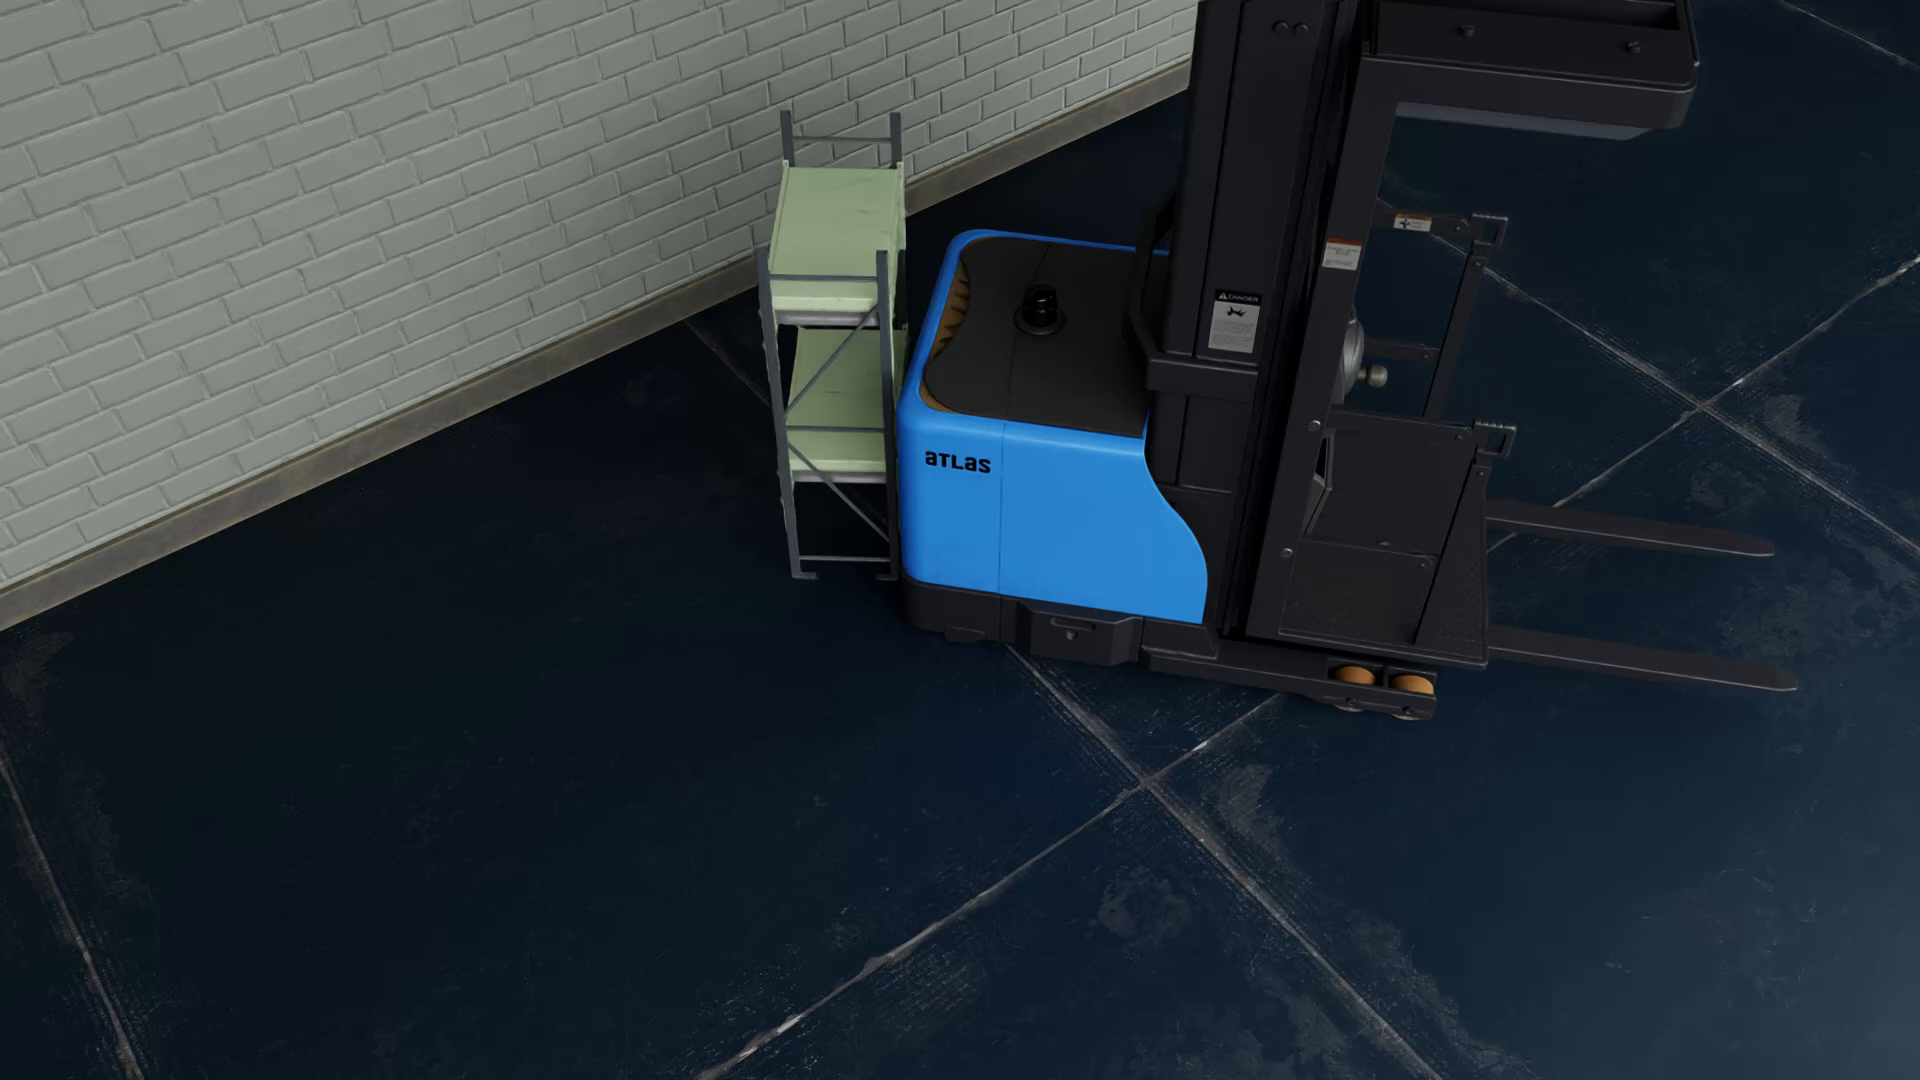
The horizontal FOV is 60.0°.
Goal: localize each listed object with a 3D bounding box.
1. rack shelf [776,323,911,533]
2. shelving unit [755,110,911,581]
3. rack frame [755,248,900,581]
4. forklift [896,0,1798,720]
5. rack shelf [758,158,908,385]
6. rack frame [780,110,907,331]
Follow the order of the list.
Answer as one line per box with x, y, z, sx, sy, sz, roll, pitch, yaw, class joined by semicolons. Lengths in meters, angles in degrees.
-0.408;-0.419;6.058;0.431;0.370;0.720;1;48;1;rack shelf
-0.408;-0.638;5.816;0.431;1.500;0.755;1;48;1;shelving unit
-0.419;-0.367;5.571;0.400;1.500;0.023;1;48;1;rack frame
1.353;-0.800;4.996;3.031;2.935;1.130;8;48;7;forklift
-0.408;-0.901;5.527;0.431;0.370;0.720;1;48;1;rack shelf
-0.396;-0.909;6.062;0.400;1.500;0.023;1;48;1;rack frame
